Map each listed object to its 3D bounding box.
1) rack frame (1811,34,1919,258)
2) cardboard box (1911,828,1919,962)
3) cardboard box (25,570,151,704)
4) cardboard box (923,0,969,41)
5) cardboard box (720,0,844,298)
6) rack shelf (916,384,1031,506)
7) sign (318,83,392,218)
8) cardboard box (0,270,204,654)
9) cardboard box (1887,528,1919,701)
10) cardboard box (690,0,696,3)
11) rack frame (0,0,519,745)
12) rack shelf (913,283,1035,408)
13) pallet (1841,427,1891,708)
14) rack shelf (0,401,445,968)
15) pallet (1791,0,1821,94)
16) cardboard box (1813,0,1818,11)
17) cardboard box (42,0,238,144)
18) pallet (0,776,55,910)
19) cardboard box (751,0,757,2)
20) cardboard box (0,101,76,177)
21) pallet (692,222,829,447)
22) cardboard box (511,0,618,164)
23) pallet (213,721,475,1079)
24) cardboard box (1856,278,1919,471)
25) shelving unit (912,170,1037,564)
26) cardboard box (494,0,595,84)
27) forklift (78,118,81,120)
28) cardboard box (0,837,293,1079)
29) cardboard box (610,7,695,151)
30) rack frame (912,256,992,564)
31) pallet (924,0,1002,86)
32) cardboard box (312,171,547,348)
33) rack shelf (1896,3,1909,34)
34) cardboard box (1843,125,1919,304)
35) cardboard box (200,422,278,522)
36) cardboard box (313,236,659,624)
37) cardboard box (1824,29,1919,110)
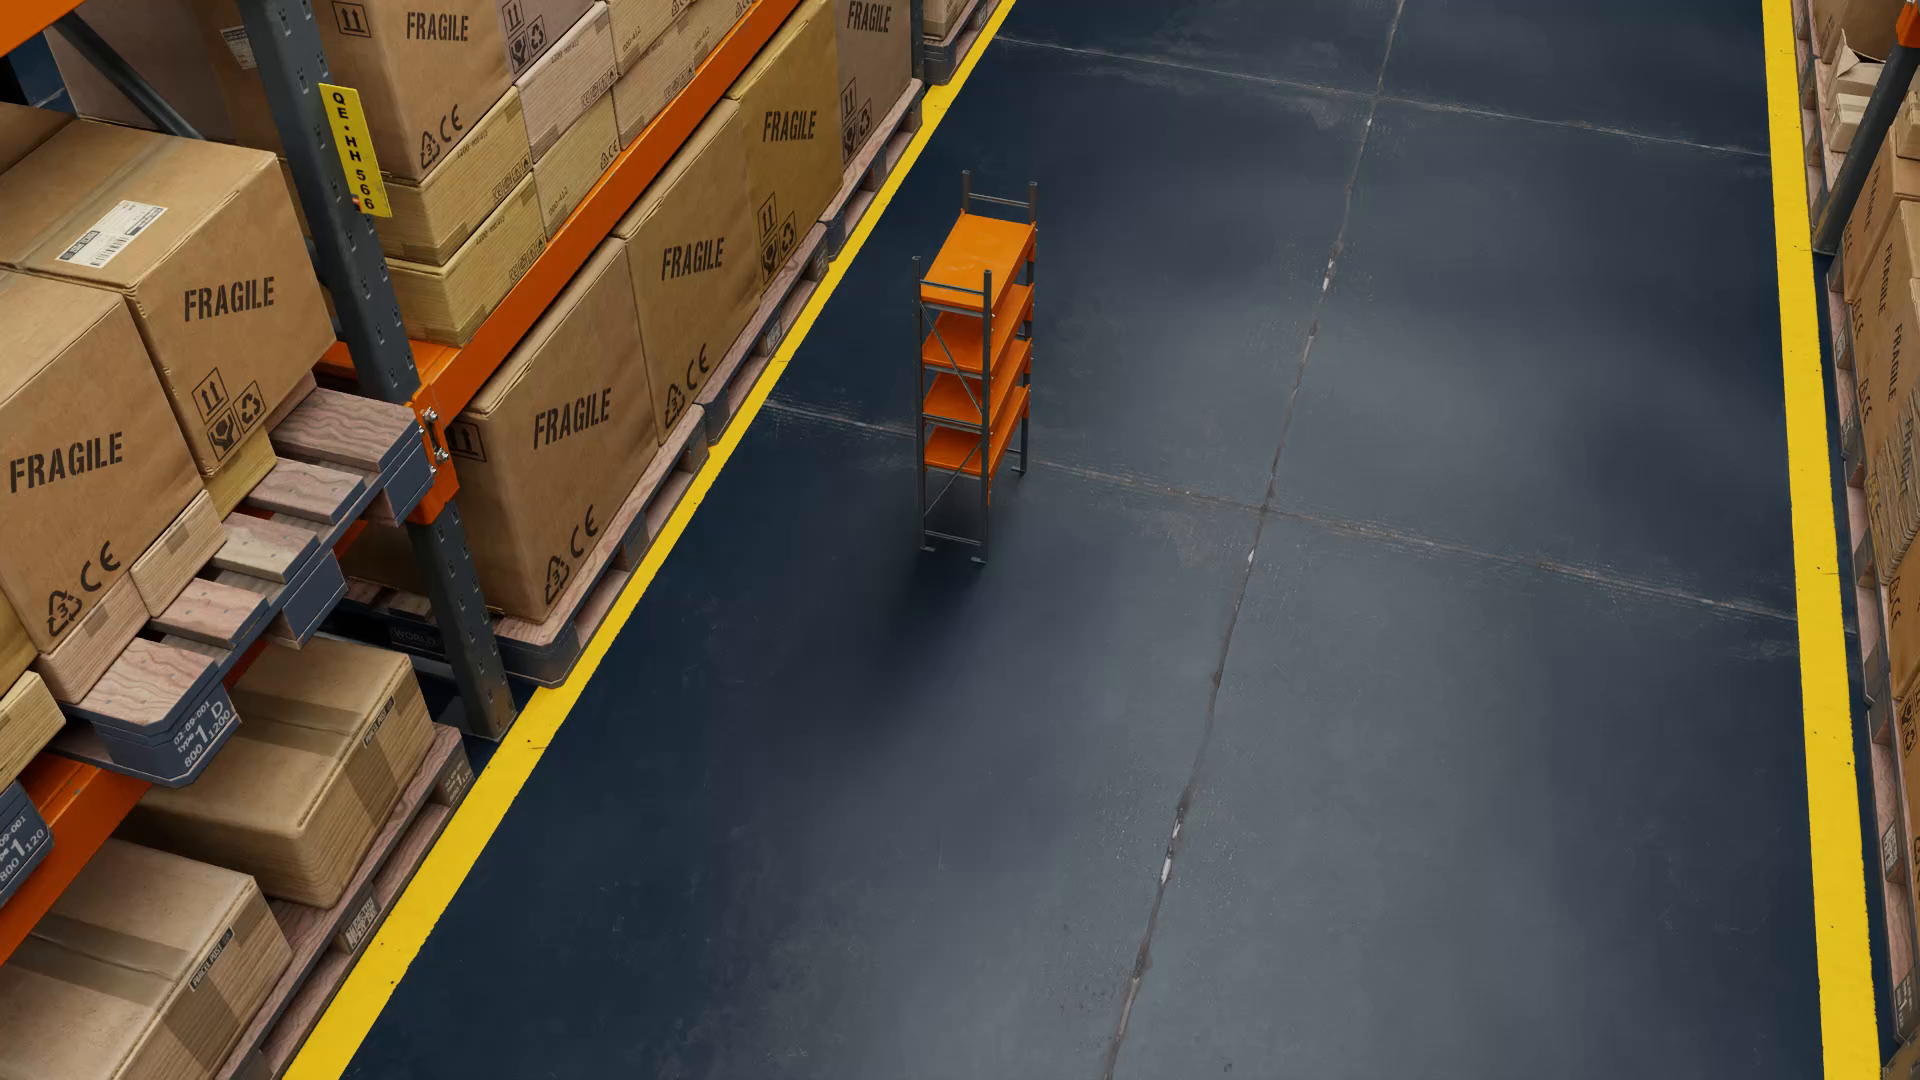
[{"bbox_3d":[4.070,-2.208,5.861,1.000,3.000,0.127,13,46,13],"label":"rack frame"},{"bbox_3d":[2.782,0.874,4.199,0.500,0.500,0.500,14,46,14],"label":"cardboard box"},{"bbox_3d":[-1.878,0.155,3.326,0.380,0.149,0.250,11,45,11],"label":"cardboard box"},{"bbox_3d":[-0.370,-2.887,8.087,0.875,0.438,0.875,12,46,12],"label":"cardboard box"},{"bbox_3d":[-1.040,-1.613,6.473,0.875,0.875,0.875,14,46,14],"label":"cardboard box"},{"bbox_3d":[0.050,-0.349,5.629,0.258,0.148,0.480,13,46,13],"label":"rack shelf"},{"bbox_3d":[-1.353,-0.867,3.720,0.100,0.325,0.005,13,46,13],"label":"sign"},{"bbox_3d":[-1.892,-0.174,3.198,0.500,0.500,0.500,12,46,12],"label":"cardboard box"},{"bbox_3d":[3.099,0.194,4.894,0.500,0.500,0.500,14,46,14],"label":"cardboard box"},{"bbox_3d":[-0.998,-2.010,5.409,0.500,0.250,0.500,13,46,13],"label":"cardboard box"},{"bbox_3d":[-1.873,-0.590,4.209,1.000,3.000,0.127,13,46,13],"label":"rack frame"},{"bbox_3d":[0.050,-0.651,5.334,0.258,0.148,0.480,13,46,13],"label":"rack shelf"},{"bbox_3d":[3.492,0.155,5.441,1.003,0.211,1.213,13,46,13],"label":"pallet"},{"bbox_3d":[-2.479,1.000,3.098,1.077,0.370,4.000,13,46,13],"label":"rack shelf"},{"bbox_3d":[4.646,-2.484,8.138,1.003,0.211,1.213,13,46,13],"label":"pallet"},{"bbox_3d":[4.454,-2.850,8.005,0.500,0.500,0.500,13,46,13],"label":"cardboard box"},{"bbox_3d":[-1.966,-1.383,4.233,0.500,0.500,0.500,11,46,11],"label":"cardboard box"},{"bbox_3d":[-2.434,0.806,2.918,1.003,0.211,1.213,13,46,13],"label":"pallet"},{"bbox_3d":[-0.884,-2.179,5.939,0.500,0.250,0.500,11,46,11],"label":"cardboard box"},{"bbox_3d":[-2.230,-0.632,3.666,0.500,0.500,0.500,11,46,11],"label":"cardboard box"},{"bbox_3d":[-1.192,-0.914,6.533,1.003,0.211,1.213,13,46,13],"label":"pallet"},{"bbox_3d":[-1.327,-1.345,4.730,0.500,0.250,0.500,14,46,13],"label":"cardboard box"},{"bbox_3d":[-2.111,0.927,4.652,1.003,0.211,1.213,13,46,13],"label":"pallet"},{"bbox_3d":[3.402,-0.501,5.604,0.500,0.500,0.500,11,45,11],"label":"cardboard box"},{"bbox_3d":[0.050,-0.539,5.443,0.258,1.200,0.503,13,46,13],"label":"shelving unit"},{"bbox_3d":[-1.350,-1.593,4.447,0.500,0.500,0.500,13,46,13],"label":"cardboard box"},{"bbox_3d":[-2.823,-1.967,5.665,1.130,2.935,3.031,12,46,12],"label":"forklift"},{"bbox_3d":[-2.270,1.067,4.094,0.950,0.372,0.625,12,46,12],"label":"cardboard box"},{"bbox_3d":[-1.182,-1.504,5.250,0.500,0.250,0.500,14,46,14],"label":"cardboard box"},{"bbox_3d":[-0.024,-0.377,5.277,0.240,1.200,0.015,13,46,13],"label":"rack frame"},{"bbox_3d":[-0.357,-2.750,8.410,1.003,0.211,1.213,13,46,13],"label":"pallet"},{"bbox_3d":[-1.485,-0.810,4.540,0.500,0.250,0.500,12,46,12],"label":"cardboard box"},{"bbox_3d":[4.675,-3.284,7.475,1.077,0.370,4.000,13,46,13],"label":"rack shelf"},{"bbox_3d":[3.709,-1.190,6.308,0.500,0.500,0.500,14,46,14],"label":"cardboard box"},{"bbox_3d":[-1.761,-0.188,3.677,0.380,0.149,0.250,13,46,13],"label":"cardboard box"},{"bbox_3d":[-1.585,-0.424,5.257,0.875,0.875,0.875,12,46,12],"label":"cardboard box"},{"bbox_3d":[4.067,-2.052,7.357,0.396,0.266,0.258,14,46,14],"label":"cardboard box"}]
